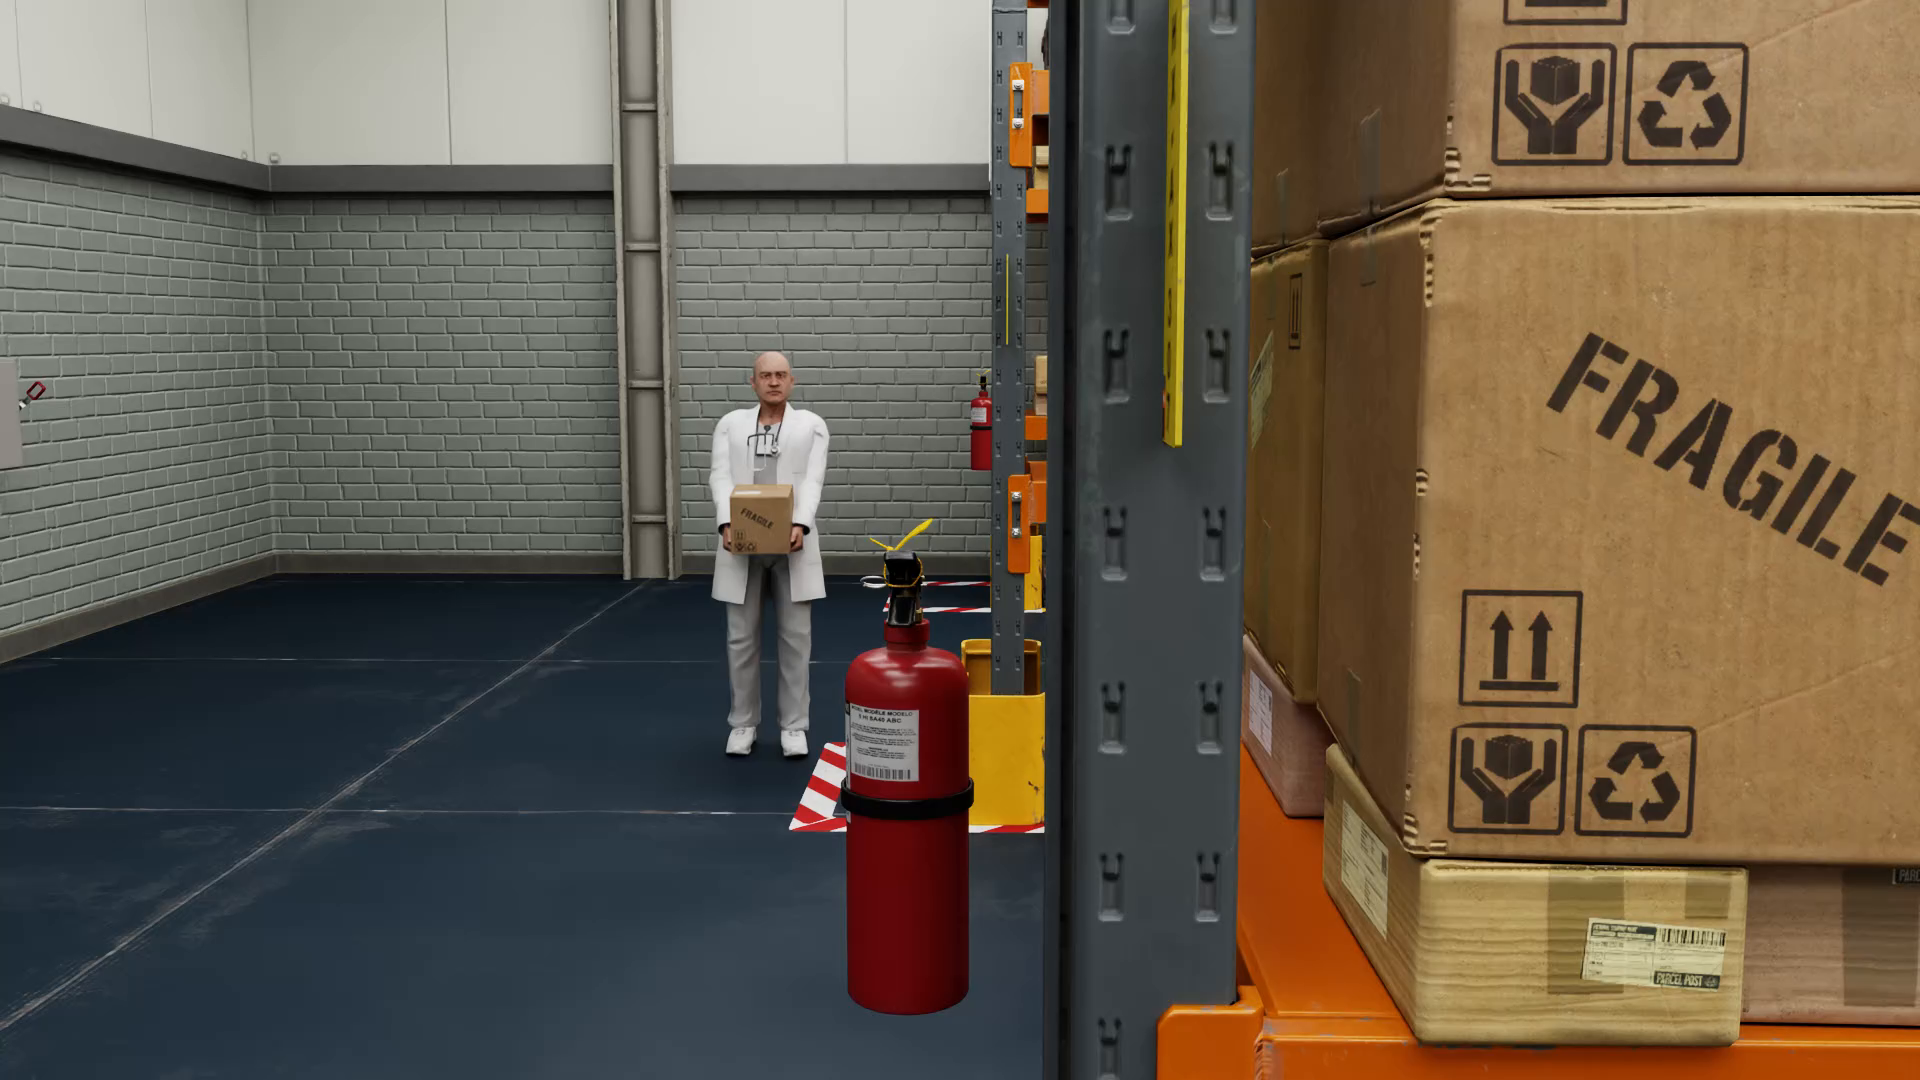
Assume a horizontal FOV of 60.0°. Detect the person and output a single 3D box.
[{"bbox_3d":[-0.842,0.066,7.315,0.528,1.774,0.558,0,7,-1],"label":"person"}]
